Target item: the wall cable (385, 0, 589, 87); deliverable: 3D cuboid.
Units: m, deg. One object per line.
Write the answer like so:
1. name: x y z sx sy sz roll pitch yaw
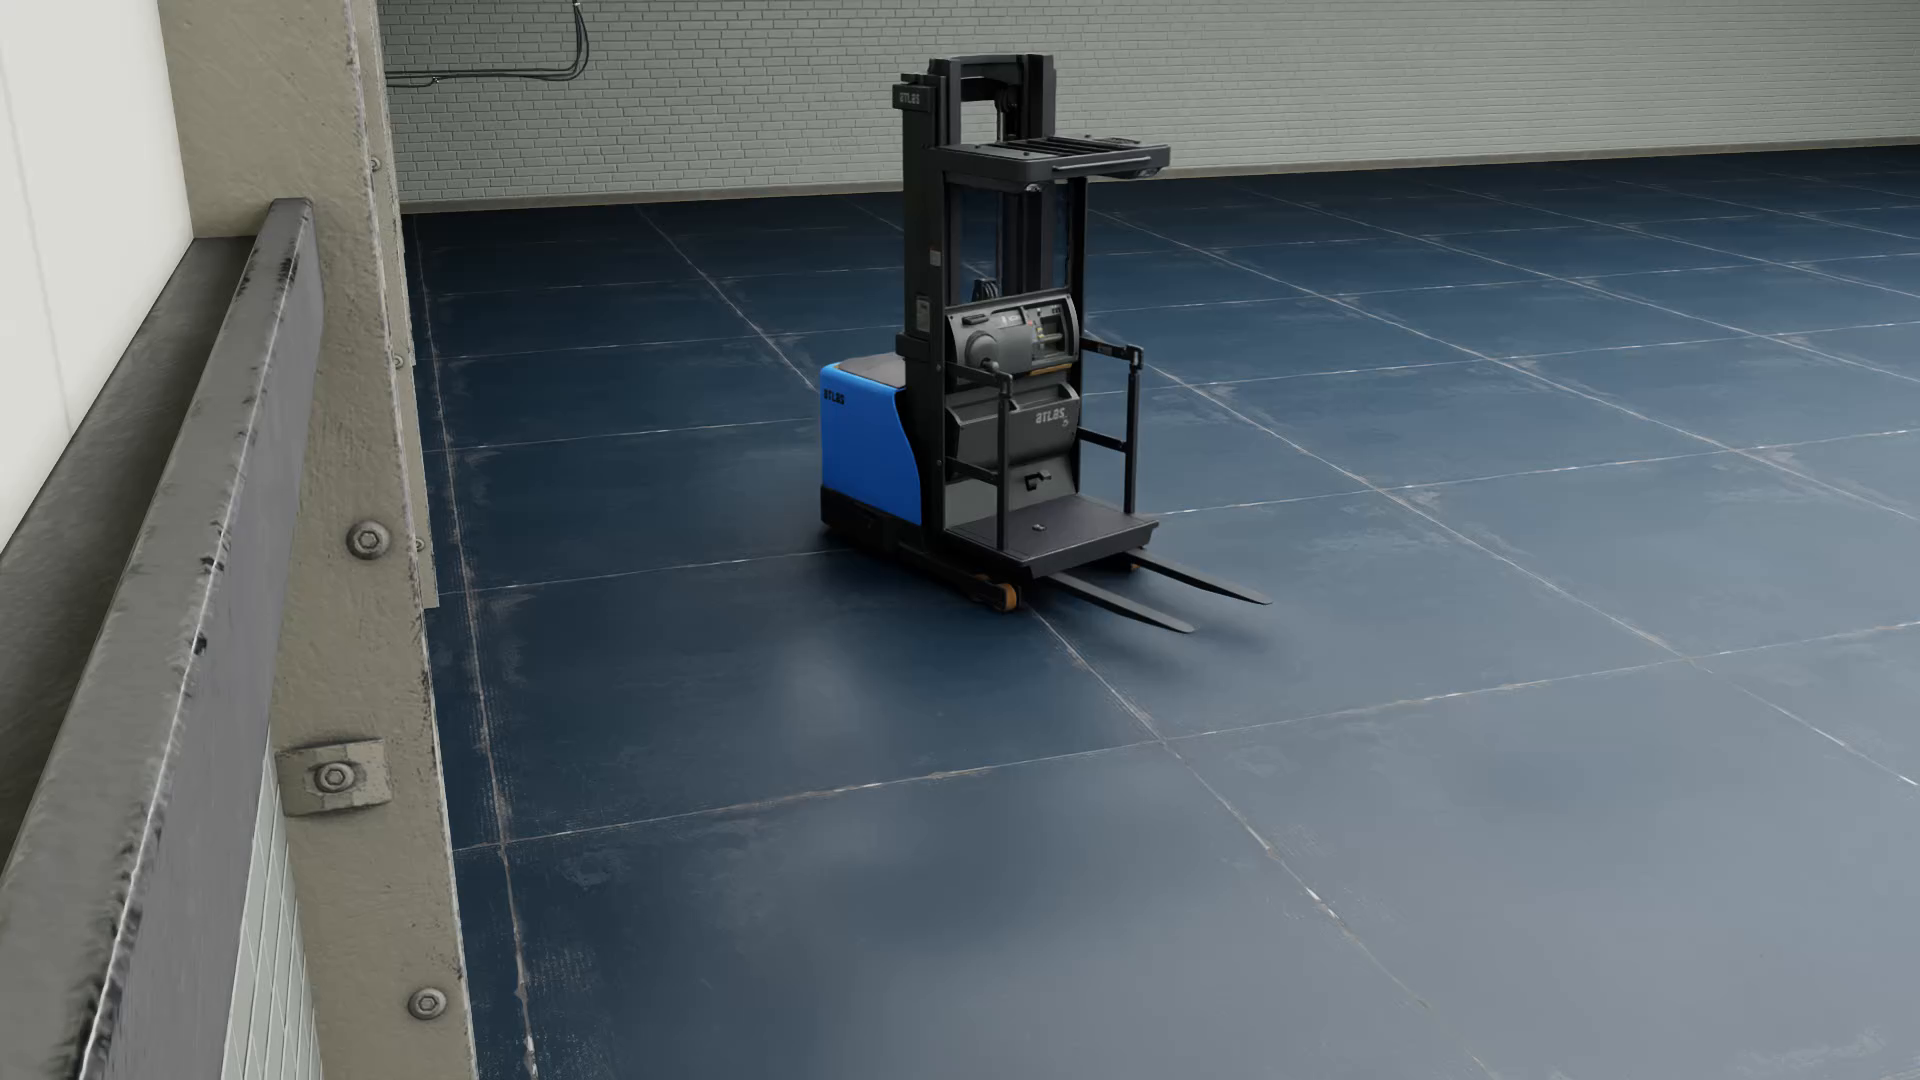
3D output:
1. wall cable: -6.585 -7.381 22.247 3.097 2.526 0.112 -6 21 -17

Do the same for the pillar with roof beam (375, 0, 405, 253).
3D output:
1. pillar with roof beam: -2.828 -8.214 19.972 9.100 9.000 0.400 -6 21 -17

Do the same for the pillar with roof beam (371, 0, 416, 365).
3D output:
1. pillar with roof beam: -0.942 -6.288 14.612 9.100 9.000 0.400 -6 21 -17

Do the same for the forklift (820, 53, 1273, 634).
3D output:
1. forklift: 0.446 -1.164 9.321 1.130 2.935 3.031 -16 25 -37

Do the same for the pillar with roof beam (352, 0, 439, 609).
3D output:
1. pillar with roof beam: 0.944 -4.363 9.251 9.100 9.000 0.400 -6 21 -17
